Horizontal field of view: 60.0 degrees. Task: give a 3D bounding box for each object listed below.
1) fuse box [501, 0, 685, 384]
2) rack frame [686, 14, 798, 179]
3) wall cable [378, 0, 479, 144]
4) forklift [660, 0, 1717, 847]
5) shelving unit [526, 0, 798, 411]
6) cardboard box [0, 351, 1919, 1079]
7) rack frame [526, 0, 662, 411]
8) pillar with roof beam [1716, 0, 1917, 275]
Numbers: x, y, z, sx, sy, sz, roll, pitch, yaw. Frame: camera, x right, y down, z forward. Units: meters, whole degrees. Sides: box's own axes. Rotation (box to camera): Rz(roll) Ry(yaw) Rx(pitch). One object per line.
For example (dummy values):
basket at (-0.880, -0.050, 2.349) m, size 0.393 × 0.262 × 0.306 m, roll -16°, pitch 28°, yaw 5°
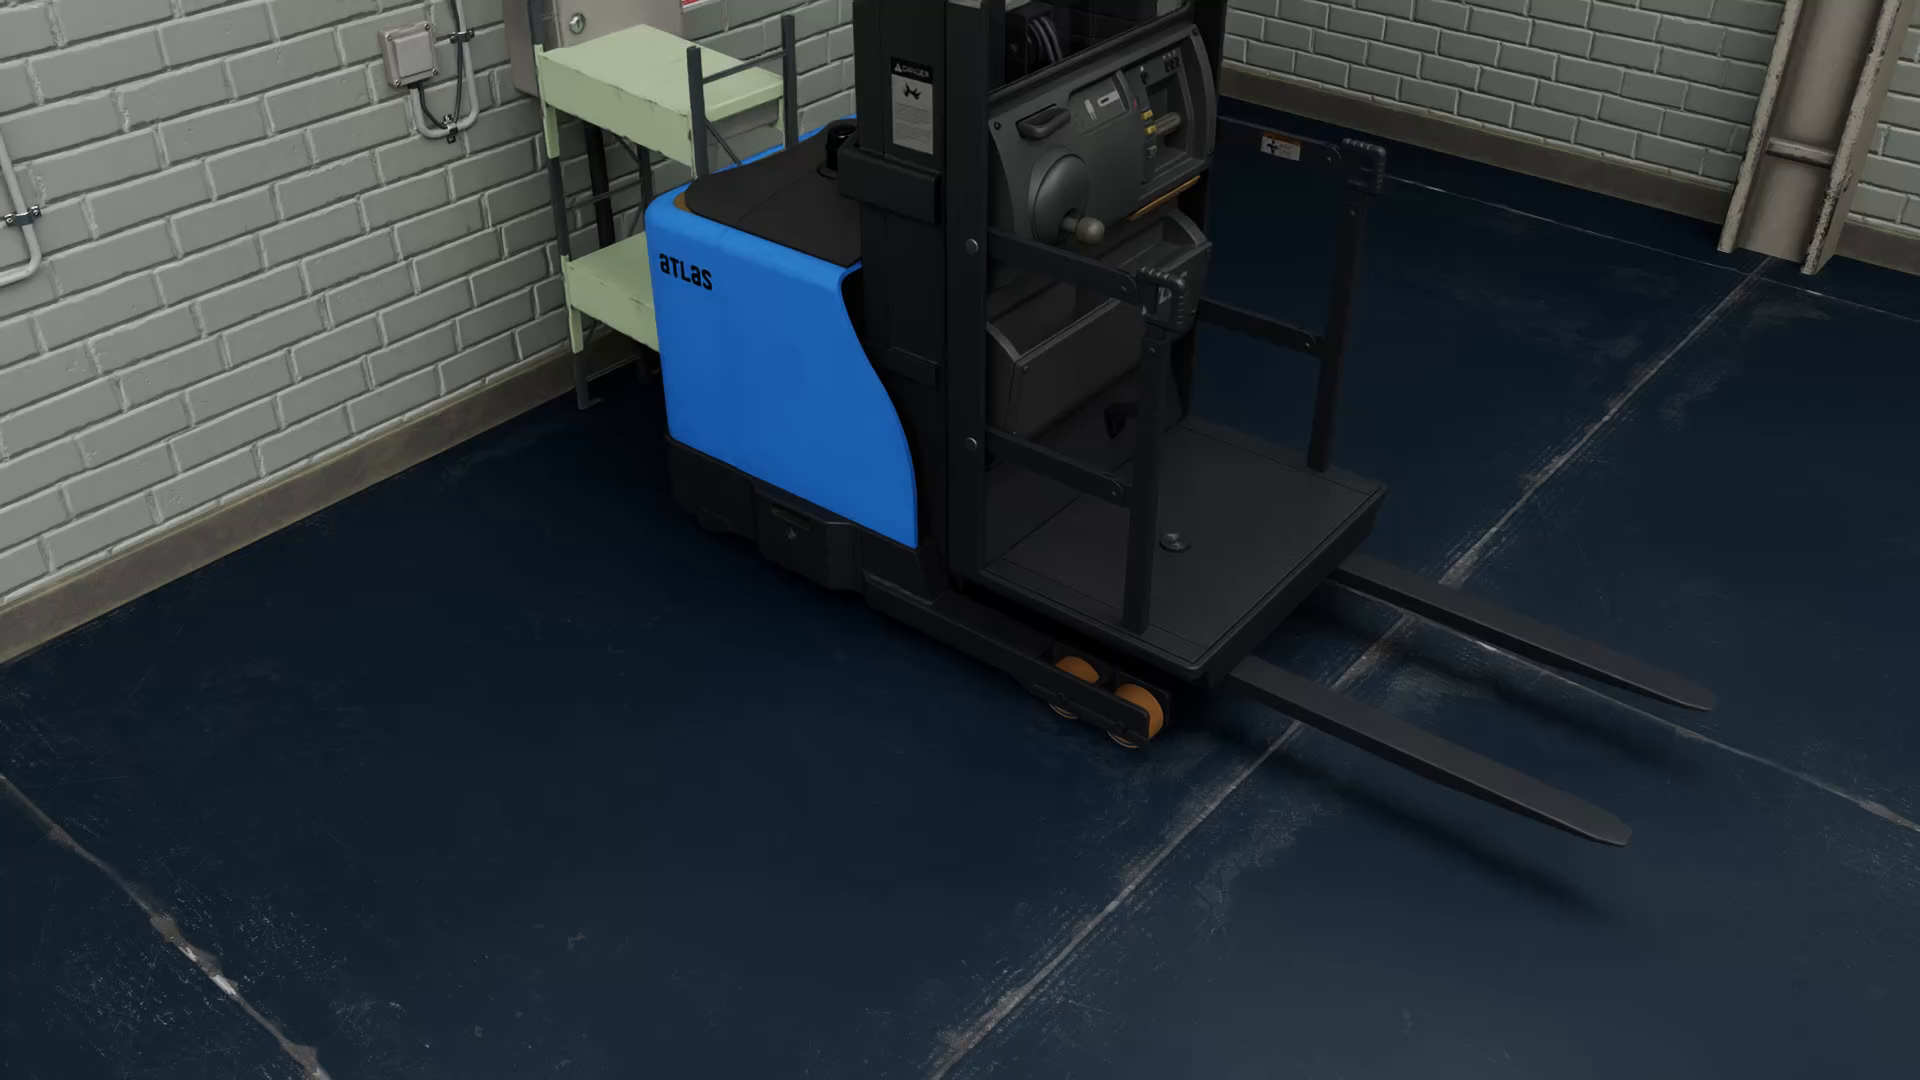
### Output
fuse box at (-1.118, -1.294, 5.622) m, size 0.414 × 1.711 × 0.539 m, roll 25°, pitch 42°, yaw 32°
rack frame at (-0.646, -0.853, 5.208) m, size 0.023 × 1.500 × 0.400 m, roll 29°, pitch 44°, yaw 31°
wall cable at (-1.676, -2.004, 4.621) m, size 0.122 × 1.984 × 0.588 m, roll 25°, pitch 42°, yaw 32°
forklift at (0.577, -0.939, 4.106) m, size 2.937 × 2.843 × 1.107 m, roll 24°, pitch 41°, yaw 31°
shelving unit at (-0.922, -1.003, 5.397) m, size 0.755 × 1.500 × 0.400 m, roll 29°, pitch 44°, yaw 31°
cardboard box at (2.303, 2.200, 0.678) m, size 13.522 × 1.550 × 6.103 m, roll 24°, pitch 41°, yaw 31°
rack frame at (-1.197, -1.153, 5.586) m, size 0.023 × 1.500 × 0.400 m, roll 29°, pitch 44°, yaw 31°
pillar with roof beam at (0.697, -3.061, 1.758) m, size 0.400 × 9.000 × 9.100 m, roll 25°, pitch 42°, yaw 32°
